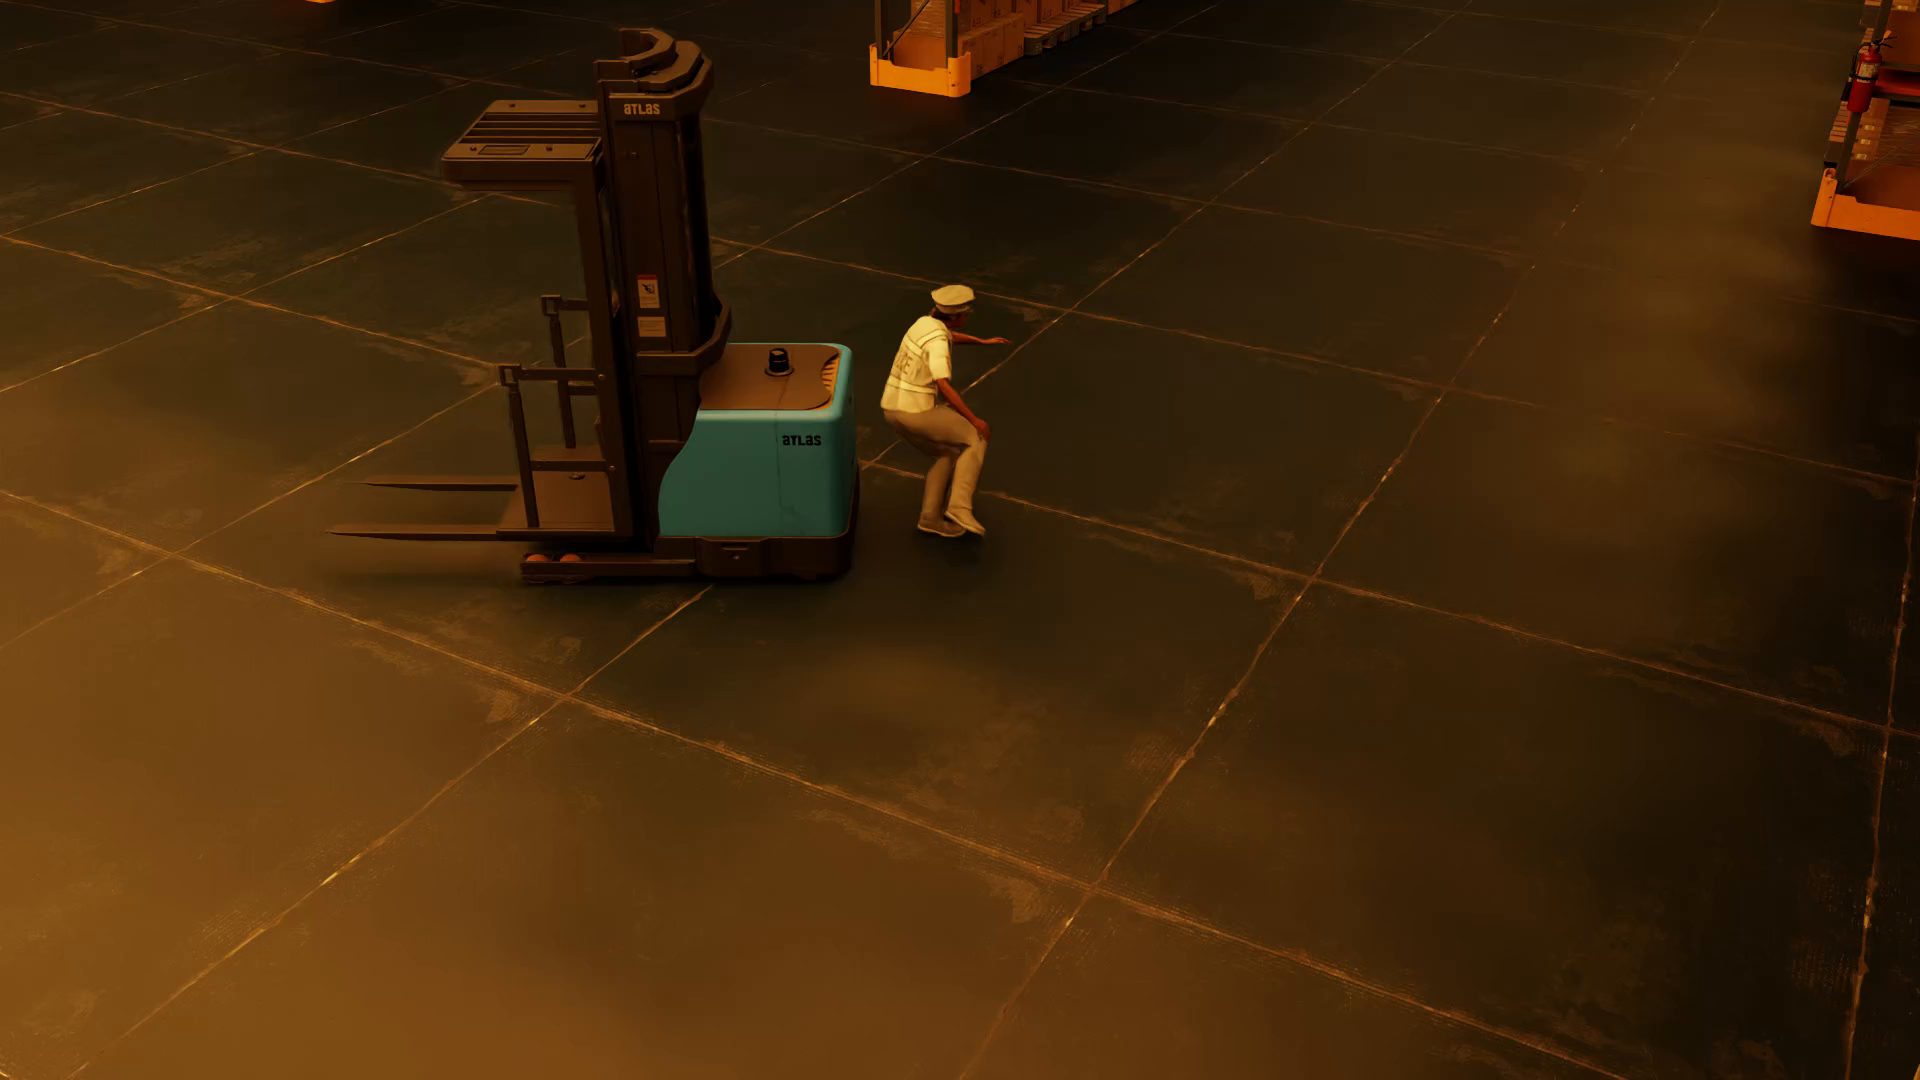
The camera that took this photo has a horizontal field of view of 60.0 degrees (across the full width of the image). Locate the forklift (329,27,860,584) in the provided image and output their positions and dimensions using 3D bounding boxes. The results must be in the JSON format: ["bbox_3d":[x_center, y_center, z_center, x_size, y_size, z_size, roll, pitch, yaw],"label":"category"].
[{"bbox_3d":[-2.143,-1.281,9.291,3.031,2.935,1.130,0,30,1],"label":"forklift"}]

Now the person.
[{"bbox_3d":[0.013,-0.775,9.948,0.867,1.425,0.983,-13,32,-21],"label":"person"}]
